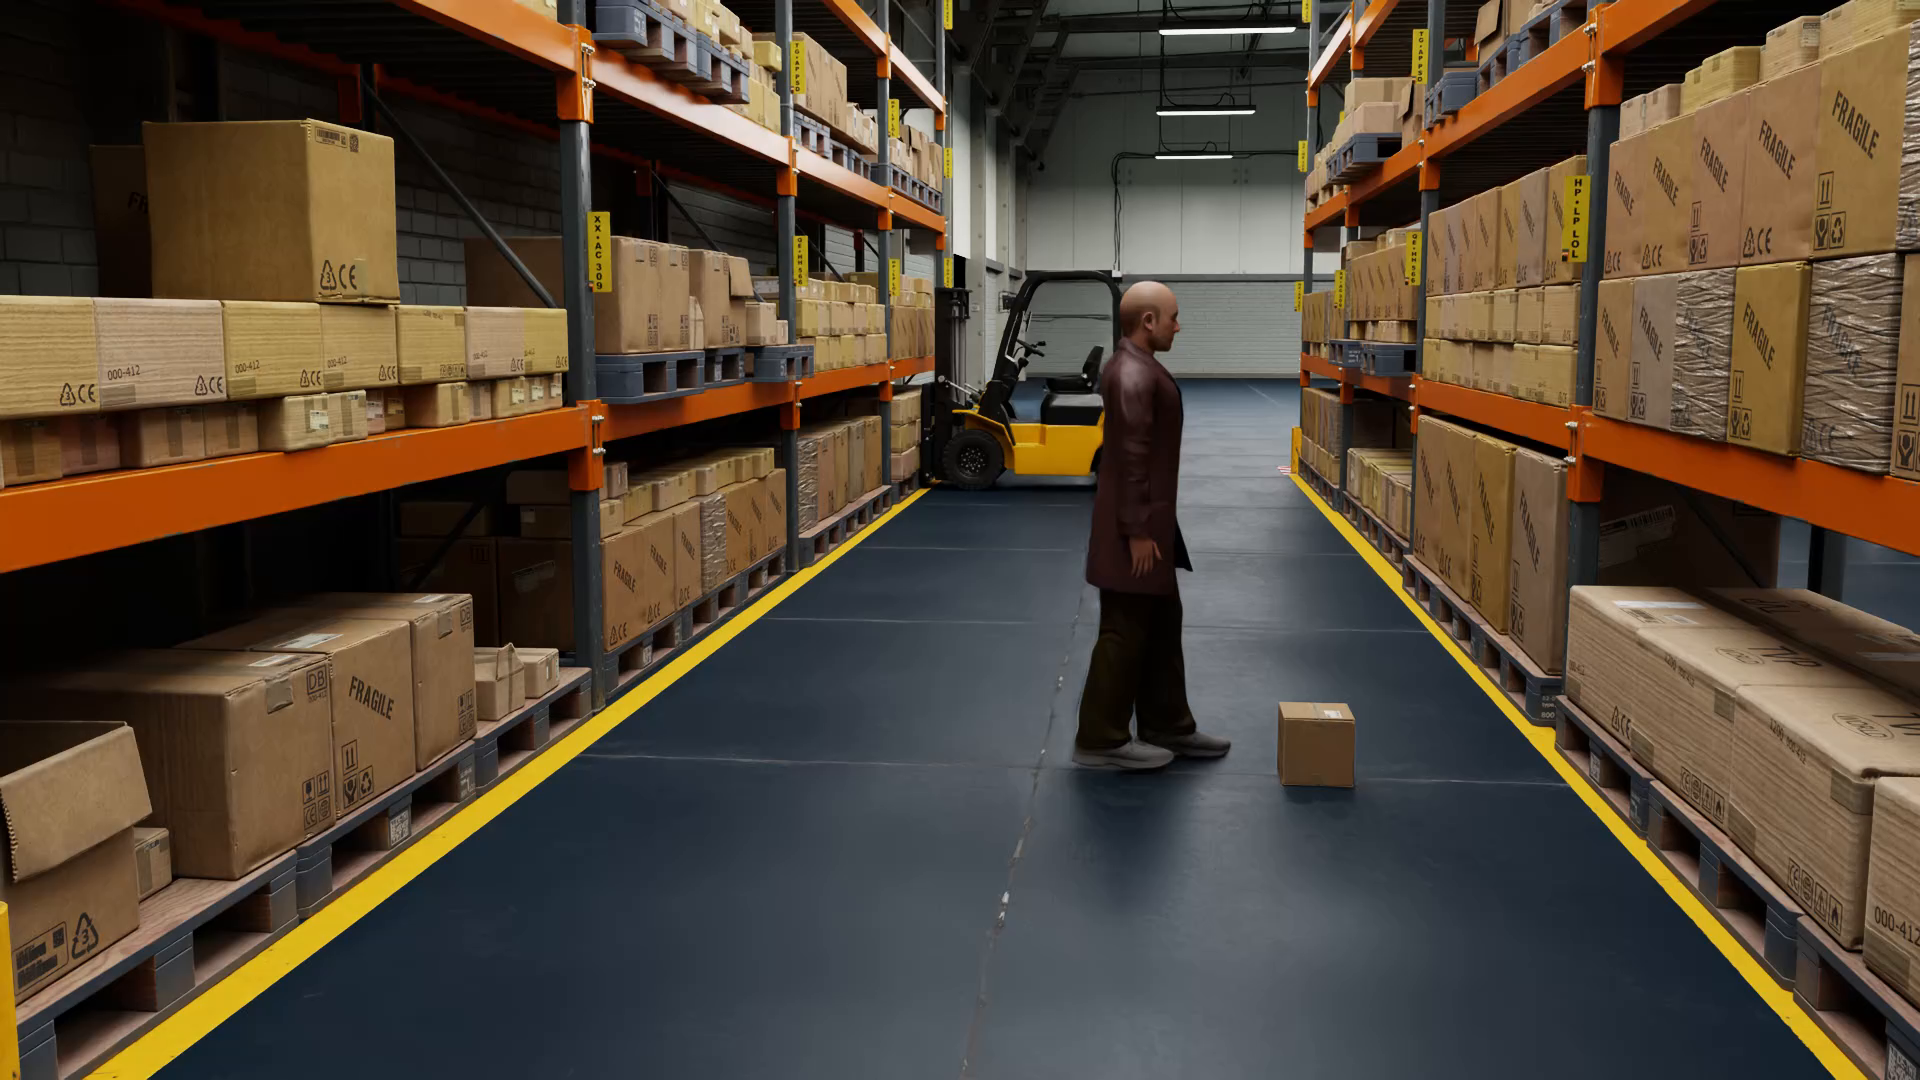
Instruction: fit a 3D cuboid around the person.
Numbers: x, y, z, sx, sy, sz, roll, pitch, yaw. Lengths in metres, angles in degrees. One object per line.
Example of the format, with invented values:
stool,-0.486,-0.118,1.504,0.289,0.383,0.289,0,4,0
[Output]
person,0.723,-0.022,6.122,0.612,1.728,0.609,0,7,3
